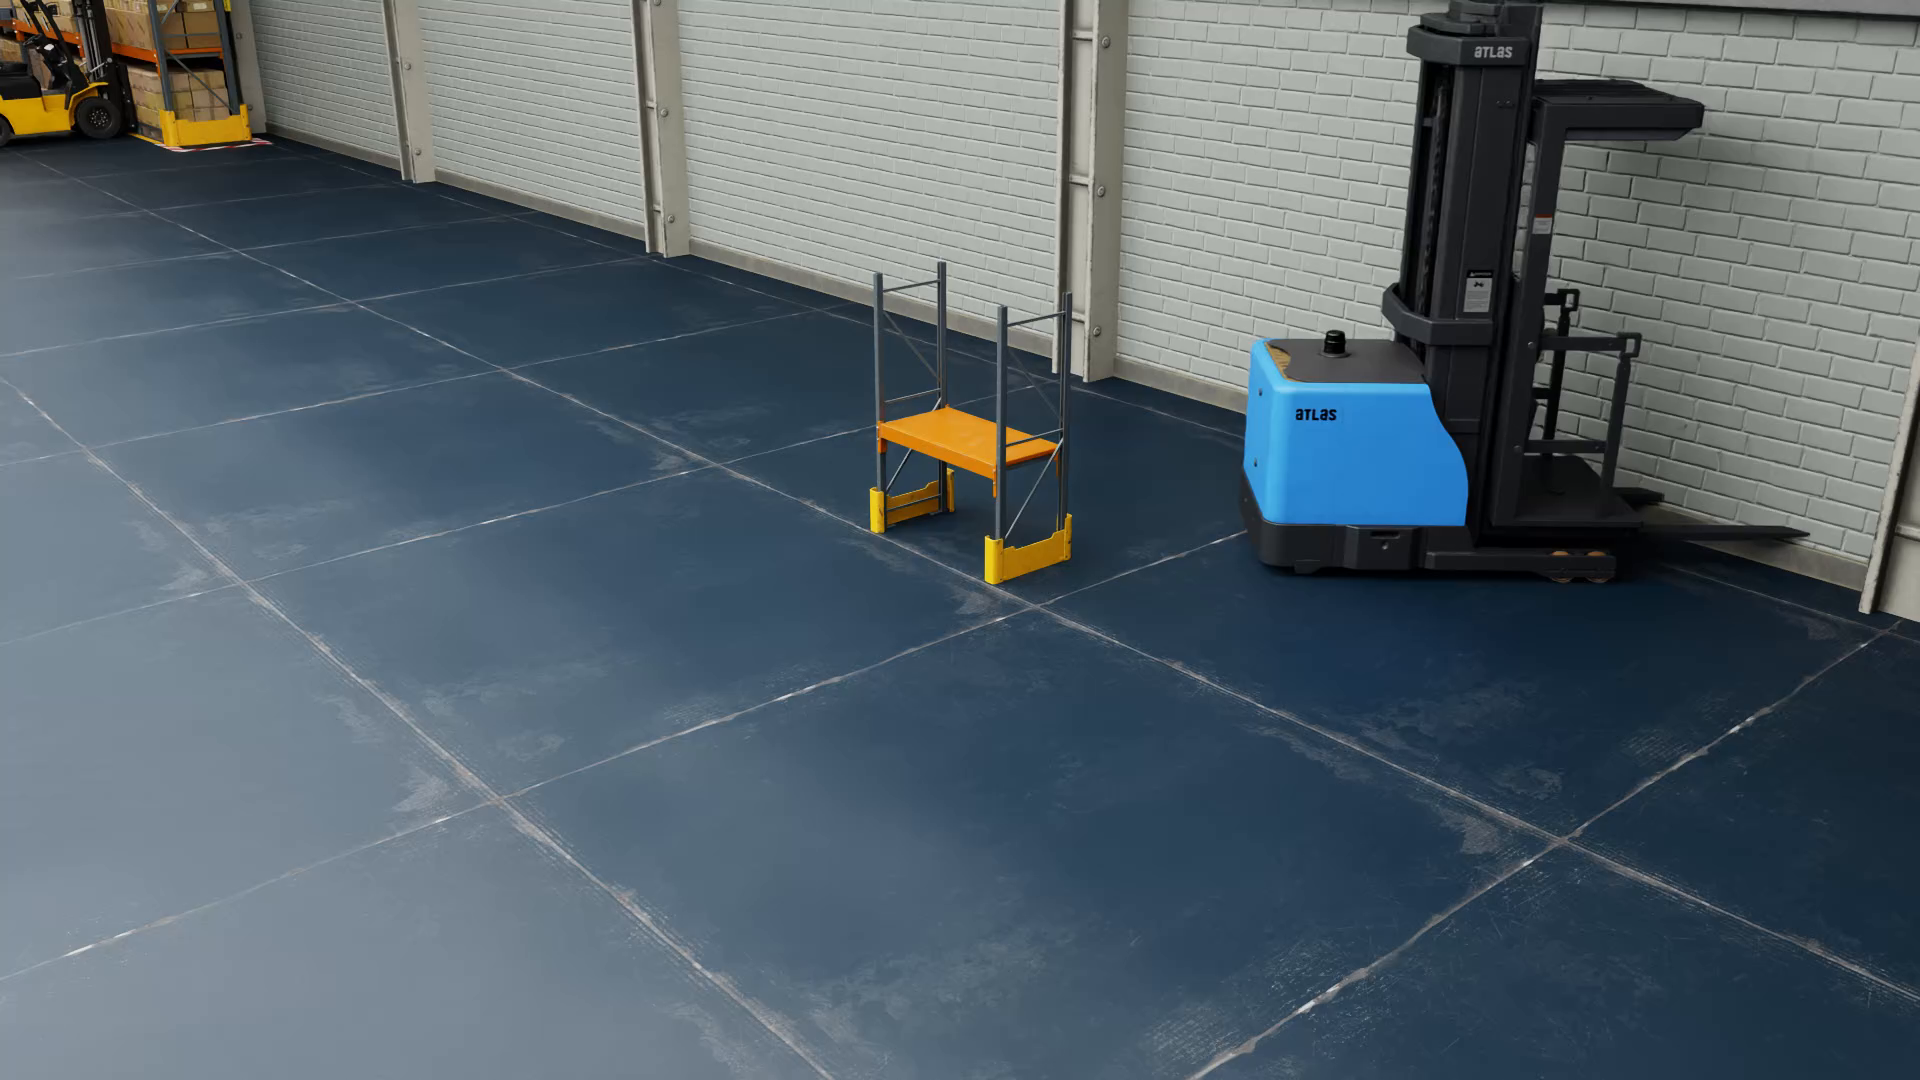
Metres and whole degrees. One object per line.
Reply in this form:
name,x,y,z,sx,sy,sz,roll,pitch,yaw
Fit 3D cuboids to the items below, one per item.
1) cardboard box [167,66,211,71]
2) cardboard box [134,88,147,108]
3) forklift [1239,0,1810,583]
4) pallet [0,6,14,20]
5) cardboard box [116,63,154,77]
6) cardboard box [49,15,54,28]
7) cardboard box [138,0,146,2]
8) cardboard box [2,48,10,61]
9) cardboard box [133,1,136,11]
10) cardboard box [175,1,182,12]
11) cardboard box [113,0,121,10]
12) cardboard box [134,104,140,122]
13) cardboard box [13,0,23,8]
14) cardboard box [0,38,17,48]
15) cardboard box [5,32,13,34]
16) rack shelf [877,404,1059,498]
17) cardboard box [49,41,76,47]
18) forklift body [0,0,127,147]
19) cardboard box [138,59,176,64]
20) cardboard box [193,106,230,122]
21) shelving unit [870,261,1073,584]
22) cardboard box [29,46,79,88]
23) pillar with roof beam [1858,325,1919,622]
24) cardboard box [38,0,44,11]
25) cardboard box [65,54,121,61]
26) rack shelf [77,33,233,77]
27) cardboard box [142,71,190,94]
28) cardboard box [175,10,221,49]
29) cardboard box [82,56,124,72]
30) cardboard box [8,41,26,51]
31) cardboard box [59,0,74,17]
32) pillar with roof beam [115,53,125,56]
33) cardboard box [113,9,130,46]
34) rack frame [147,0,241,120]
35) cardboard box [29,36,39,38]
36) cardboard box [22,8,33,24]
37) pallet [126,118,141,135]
cardboard box,-11.529,-6.934,24.898,0.500,0.250,0.500,-17,27,-37
cardboard box,-11.903,-6.587,24.698,0.500,0.250,0.500,-18,28,-38
forklift,3.146,-1.332,8.866,3.031,2.935,1.130,1,21,2
pallet,-16.747,-9.530,29.965,1.213,0.211,1.003,-17,27,-37
cardboard box,-12.566,-7.090,25.297,0.500,0.250,0.500,-18,28,-38
cardboard box,-14.801,-8.632,27.617,0.500,0.250,0.500,-17,27,-37
cardboard box,-11.608,-7.835,23.940,0.380,0.149,0.250,-17,27,-37
cardboard box,-17.353,-8.830,30.768,0.500,0.500,0.500,-16,27,-35
cardboard box,-11.781,-7.766,24.171,0.380,0.149,0.250,-17,27,-36
cardboard box,-11.264,-7.795,24.247,0.380,0.149,0.250,-17,27,-37
cardboard box,-12.324,-7.964,24.679,0.380,0.149,0.250,-17,27,-37
cardboard box,-12.213,-6.488,25.130,0.500,0.250,0.500,-17,27,-37
cardboard box,-16.166,-9.425,28.954,0.500,0.250,0.500,-17,27,-37
cardboard box,-17.610,-9.231,30.902,0.380,0.149,0.250,-19,28,-40
cardboard box,-18.404,-9.854,32.492,0.380,0.149,0.250,-19,28,-39
rack shelf,0.056,-0.507,9.216,0.538,0.185,1.000,-17,27,-37
cardboard box,-16.356,-9.000,30.313,0.380,0.149,0.250,-16,26,-35
forklift body,-13.650,-6.933,24.235,2.313,2.155,1.214,-17,27,-37
cardboard box,-12.511,-7.355,25.972,0.500,0.250,0.500,-17,27,-37
cardboard box,-11.202,-6.336,24.741,0.500,0.250,0.500,-17,27,-37
shelving unit,0.050,-0.677,9.157,0.587,1.500,1.083,-17,27,-37
cardboard box,-15.855,-8.363,29.402,0.875,0.625,0.625,-16,27,-36
pillar with roof beam,1.603,-2.783,4.250,9.100,9.000,0.400,-17,27,-37
cardboard box,-15.141,-9.008,27.890,0.500,0.250,0.500,-17,27,-37
cardboard box,-14.491,-7.791,27.942,0.875,0.625,0.625,-18,28,-38
rack shelf,-12.335,-7.456,25.393,1.077,0.370,4.000,-17,27,-37
cardboard box,-11.567,-6.672,24.229,0.500,0.250,0.500,-16,27,-36
cardboard box,-11.143,-7.488,24.351,0.500,0.500,0.500,-16,27,-36
cardboard box,-13.563,-7.516,26.383,0.500,0.250,0.500,-18,28,-38
cardboard box,-17.106,-9.009,30.336,0.380,0.149,0.250,-19,28,-39
cardboard box,-14.155,-8.581,26.800,0.500,0.250,0.500,-18,28,-39
pillar with roof beam,-17.979,-11.071,25.412,9.100,9.000,0.400,-17,27,-37
cardboard box,-12.216,-7.645,24.753,0.500,0.500,0.500,-18,28,-38
rack frame,-11.030,-7.238,23.851,1.000,3.000,0.127,-17,27,-37
cardboard box,-17.385,-9.430,31.408,0.380,0.149,0.250,-19,28,-39
cardboard box,-15.823,-9.058,28.702,0.500,0.250,0.500,-18,28,-39
pallet,-12.353,-6.478,25.734,1.003,0.211,1.213,-17,27,-37
